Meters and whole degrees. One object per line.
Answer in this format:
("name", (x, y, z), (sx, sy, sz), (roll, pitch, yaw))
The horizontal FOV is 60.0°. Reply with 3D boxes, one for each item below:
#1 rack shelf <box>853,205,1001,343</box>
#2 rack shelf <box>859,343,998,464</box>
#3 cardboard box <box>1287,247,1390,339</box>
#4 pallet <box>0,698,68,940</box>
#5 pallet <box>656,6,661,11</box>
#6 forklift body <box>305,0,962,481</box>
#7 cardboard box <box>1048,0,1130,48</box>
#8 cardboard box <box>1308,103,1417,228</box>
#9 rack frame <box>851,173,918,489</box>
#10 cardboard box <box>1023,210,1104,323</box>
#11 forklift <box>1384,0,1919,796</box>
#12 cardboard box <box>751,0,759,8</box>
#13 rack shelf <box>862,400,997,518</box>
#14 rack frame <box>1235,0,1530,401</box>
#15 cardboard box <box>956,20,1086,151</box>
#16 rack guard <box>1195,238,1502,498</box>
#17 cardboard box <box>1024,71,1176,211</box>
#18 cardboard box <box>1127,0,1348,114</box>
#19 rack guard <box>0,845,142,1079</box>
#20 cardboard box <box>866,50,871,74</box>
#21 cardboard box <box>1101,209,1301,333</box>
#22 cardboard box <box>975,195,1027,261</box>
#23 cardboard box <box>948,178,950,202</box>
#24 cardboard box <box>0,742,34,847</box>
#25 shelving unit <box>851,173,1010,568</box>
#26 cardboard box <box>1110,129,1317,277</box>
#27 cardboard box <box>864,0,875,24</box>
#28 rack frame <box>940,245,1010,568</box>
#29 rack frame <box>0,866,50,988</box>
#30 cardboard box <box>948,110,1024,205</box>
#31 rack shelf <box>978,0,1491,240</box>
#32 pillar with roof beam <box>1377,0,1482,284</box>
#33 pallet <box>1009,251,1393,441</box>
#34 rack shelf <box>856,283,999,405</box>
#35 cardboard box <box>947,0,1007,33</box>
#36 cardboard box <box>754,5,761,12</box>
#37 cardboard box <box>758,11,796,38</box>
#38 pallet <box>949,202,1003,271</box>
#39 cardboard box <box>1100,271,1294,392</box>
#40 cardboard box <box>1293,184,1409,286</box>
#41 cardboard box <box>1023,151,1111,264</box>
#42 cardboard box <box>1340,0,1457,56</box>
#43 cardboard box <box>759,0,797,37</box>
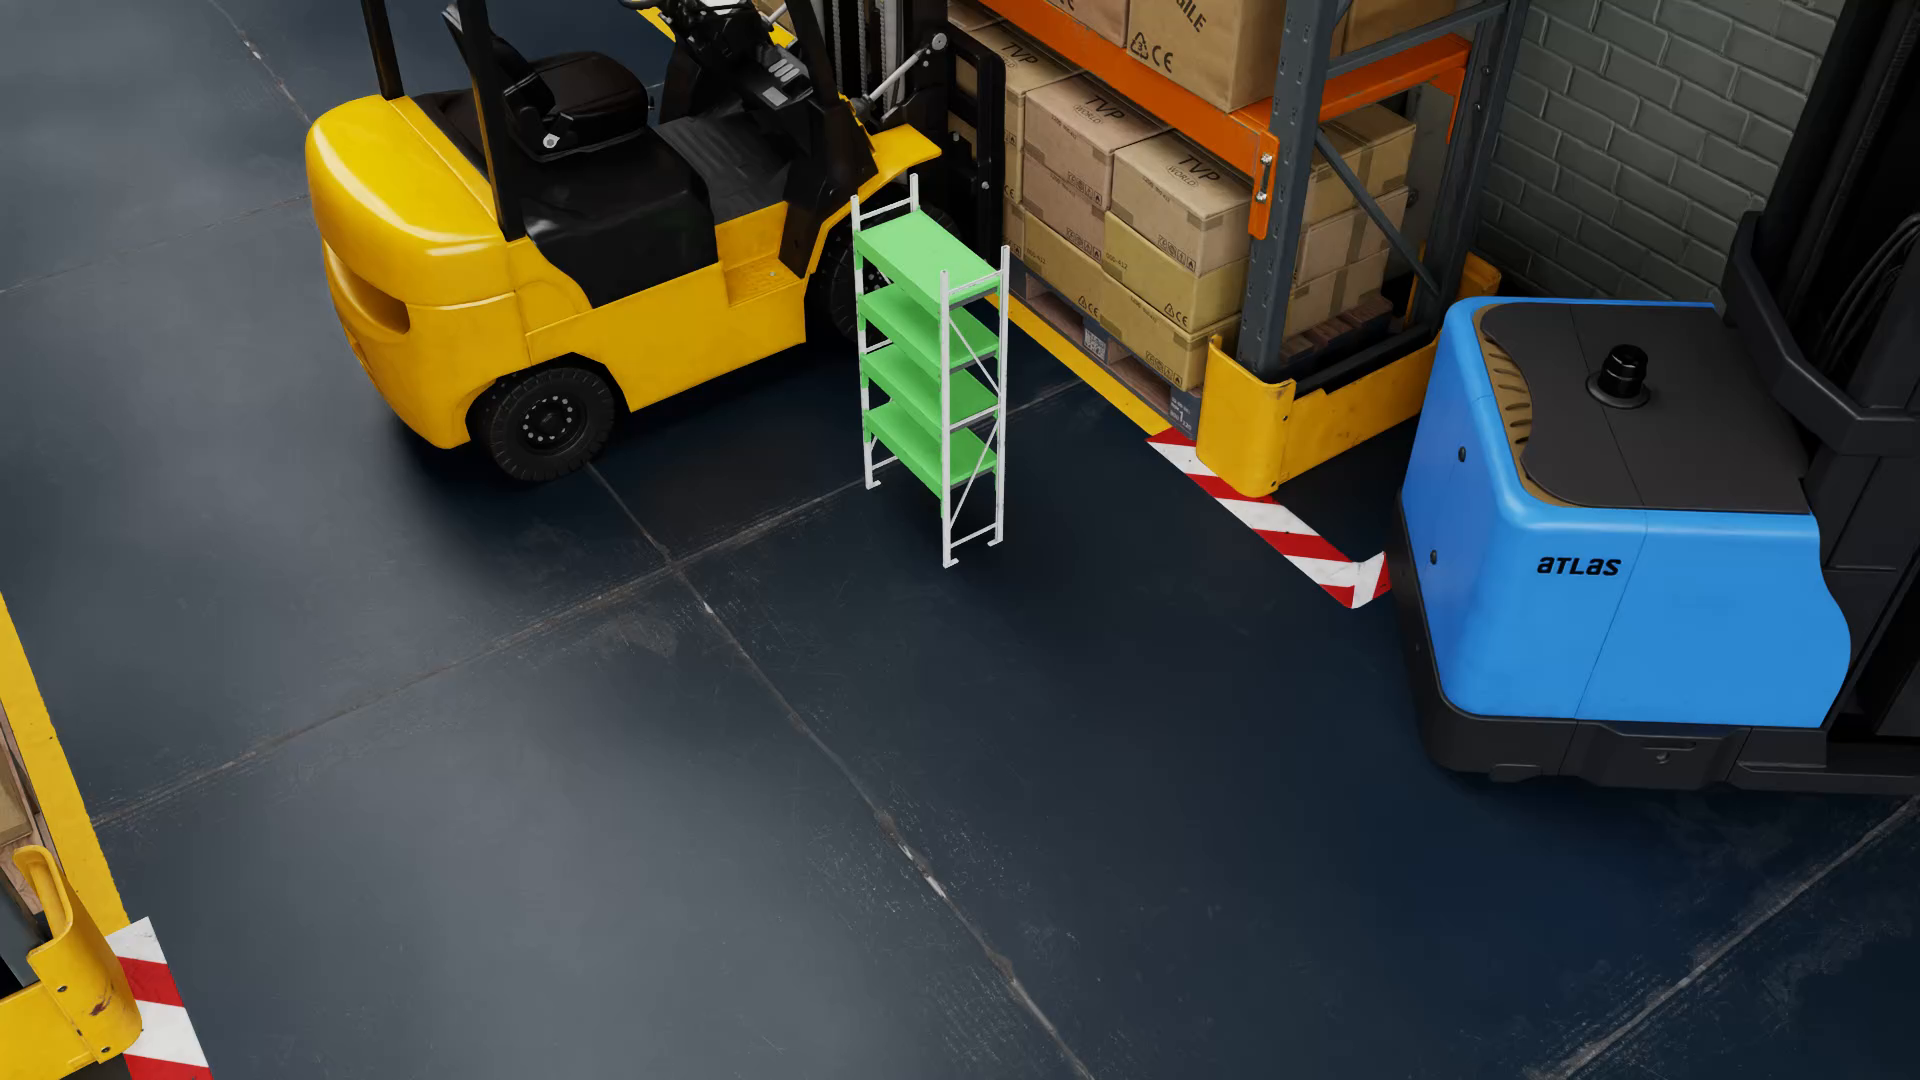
("rack shelf", (-0.095, -0.829, 5.147), (0.258, 0.148, 0.480), (-26, 49, -24))
("rack shelf", (-0.095, -0.482, 5.478), (0.258, 0.148, 0.480), (-26, 49, -24))
("cardboard box", (1.279, -1.072, 6.388), (0.500, 0.250, 0.500), (-26, 49, -24))
("pallet", (-3.149, 0.895, 4.659), (1.003, 0.211, 1.213), (-26, 49, -24))
("pallet", (-1.343, -3.218, 8.968), (1.003, 0.211, 1.213), (-26, 49, -24))
("forklift body", (-1.182, -1.606, 5.874), (2.313, 2.155, 1.214), (-26, 49, -24))
("cardboard box", (0.613, -2.068, 5.671), (0.500, 0.500, 0.500), (-24, 49, -23))
("cardboard box", (1.279, -1.425, 6.034), (0.500, 0.250, 0.500), (-26, 50, -25))
("rack frame", (-0.234, -0.666, 5.579), (0.240, 1.200, 0.015), (-26, 49, -24))
("cardboard box", (0.594, -1.143, 6.462), (0.500, 0.250, 0.500), (-26, 49, -24))
("forklift", (2.926, -0.638, 4.295), (3.031, 2.935, 1.130), (2, 44, 2))
("cardboard box", (-0.866, -2.767, 7.801), (0.500, 0.250, 0.500), (-26, 49, -25))
("rack shelf", (-0.095, -0.308, 5.644), (0.258, 0.148, 0.480), (-26, 49, -24))
("rack frame", (1.399, -1.559, 5.211), (1.000, 3.000, 0.127), (-26, 49, -24))
("cardboard box", (0.286, -1.785, 6.410), (0.500, 0.250, 0.500), (-25, 49, -24))
("rack guard", (1.413, -0.641, 6.060), (1.175, 0.500, 0.348), (-26, 49, -24))
("cardboard box", (0.583, -1.503, 6.115), (0.500, 0.250, 0.500), (-25, 49, -24))
("cardboard box", (0.902, -1.770, 5.360), (0.500, 0.500, 0.500), (-27, 50, -25))
("rack guard", (-2.713, 1.265, 4.063), (1.175, 0.500, 0.348), (-26, 49, -24))
("cardboard box", (-0.298, -2.193, 7.200), (0.500, 0.250, 0.500), (-26, 50, -25))
("cardboard box", (0.864, -1.050, 6.002), (0.500, 0.250, 0.500), (-26, 50, -25))
("cardboard box", (0.316, -1.430, 6.763), (0.500, 0.250, 0.500), (-25, 49, -24))
("cardboard box", (0.000, -1.715, 7.062), (0.500, 0.250, 0.500), (-24, 49, -23))
("cardboard box", (-2.905, 0.680, 4.552), (0.500, 0.250, 0.500), (-26, 49, -25))
("shelving unit", (-0.095, -0.528, 5.434), (0.258, 1.200, 0.503), (-26, 49, -24))
("cardboard box", (0.880, -1.216, 5.814), (0.500, 0.250, 0.500), (-24, 49, -23))
("cardboard box", (-0.292, -2.375, 7.028), (0.500, 0.250, 0.500), (-24, 49, -23))
("rack frame", (0.045, -0.390, 5.289), (0.240, 1.200, 0.015), (-26, 49, -24))
("rack frame", (-2.670, 0.404, 3.155), (1.000, 3.000, 0.127), (-26, 49, -24))
("cardboard box", (0.274, -1.622, 6.602), (0.500, 0.250, 0.500), (-27, 50, -25))
("rack shelf", (0.255, -2.432, 6.646), (1.077, 0.370, 4.000), (-26, 49, -24))
("pillar with roof beam", (-1.791, -2.779, 2.144), (9.100, 9.000, 0.400), (-26, 49, -24))
("pallet", (0.927, -0.967, 6.610), (1.003, 0.211, 1.213), (-26, 49, -24))
("rack shelf", (-0.095, -0.655, 5.312), (0.258, 0.148, 0.480), (-26, 49, -24))
("cardboard box", (0.002, -2.075, 6.714), (0.500, 0.250, 0.500), (-27, 50, -25))
("cardboard box", (-0.884, -2.577, 7.965), (0.500, 0.250, 0.500), (-25, 49, -24))
("cardboard box", (-0.581, -2.296, 7.670), (0.500, 0.250, 0.500), (-27, 50, -25))
("pallet", (0.233, -1.658, 7.333), (1.003, 0.211, 1.213), (-26, 49, -24))
("cardboard box", (0.871, -0.858, 6.163), (0.500, 0.250, 0.500), (-25, 49, -24))
("cardboard box", (1.300, -1.246, 6.208), (0.500, 0.250, 0.500), (-25, 49, -24))
("cardboard box", (0.586, -1.338, 6.304), (0.500, 0.250, 0.500), (-26, 50, -25))
("cardboard box", (1.343, -1.986, 5.585), (0.500, 0.500, 0.500), (-24, 49, -23))
("cardboard box", (-0.576, -2.482, 7.503), (0.500, 0.250, 0.500), (-26, 49, -25))
